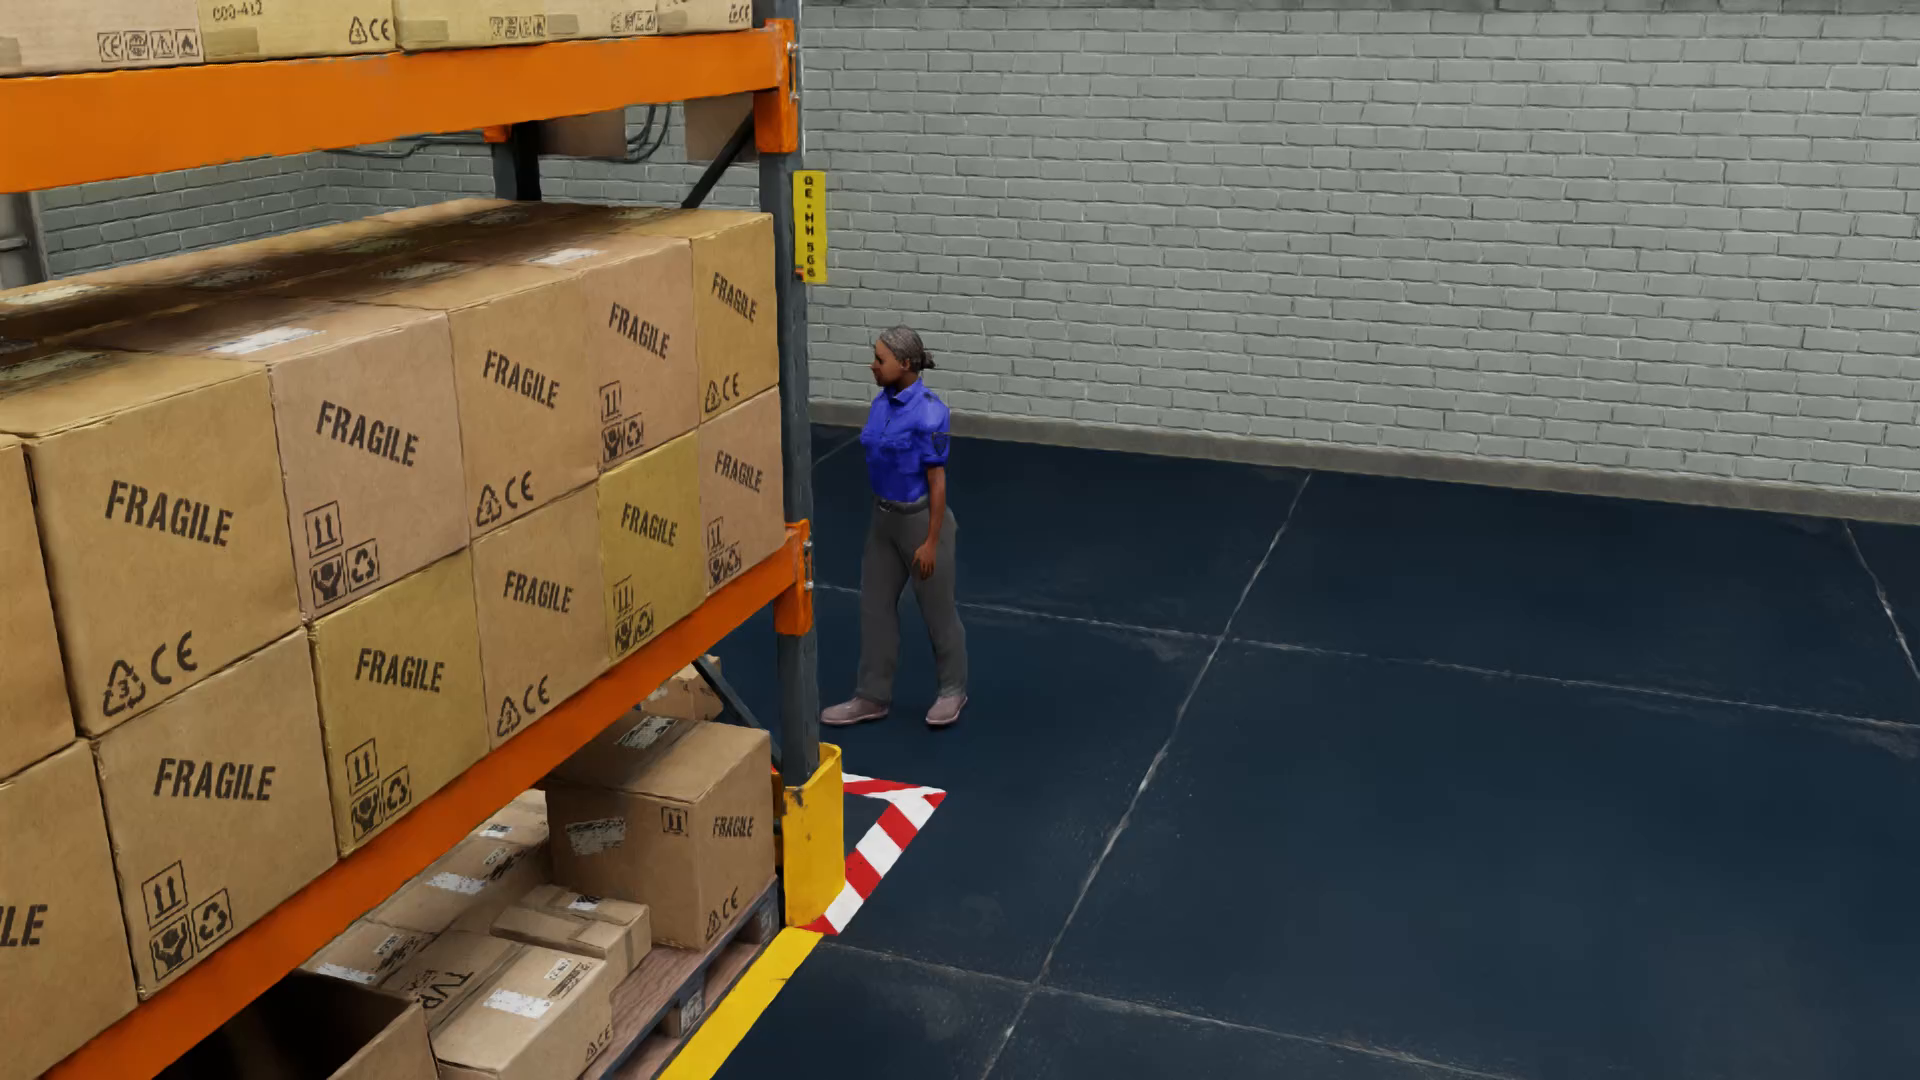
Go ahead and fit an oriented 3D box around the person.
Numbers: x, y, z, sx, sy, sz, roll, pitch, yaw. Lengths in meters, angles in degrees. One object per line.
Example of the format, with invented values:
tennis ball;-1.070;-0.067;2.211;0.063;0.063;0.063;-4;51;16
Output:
person;-0.241;-0.037;6.658;0.571;1.653;0.456;-16;25;-40
